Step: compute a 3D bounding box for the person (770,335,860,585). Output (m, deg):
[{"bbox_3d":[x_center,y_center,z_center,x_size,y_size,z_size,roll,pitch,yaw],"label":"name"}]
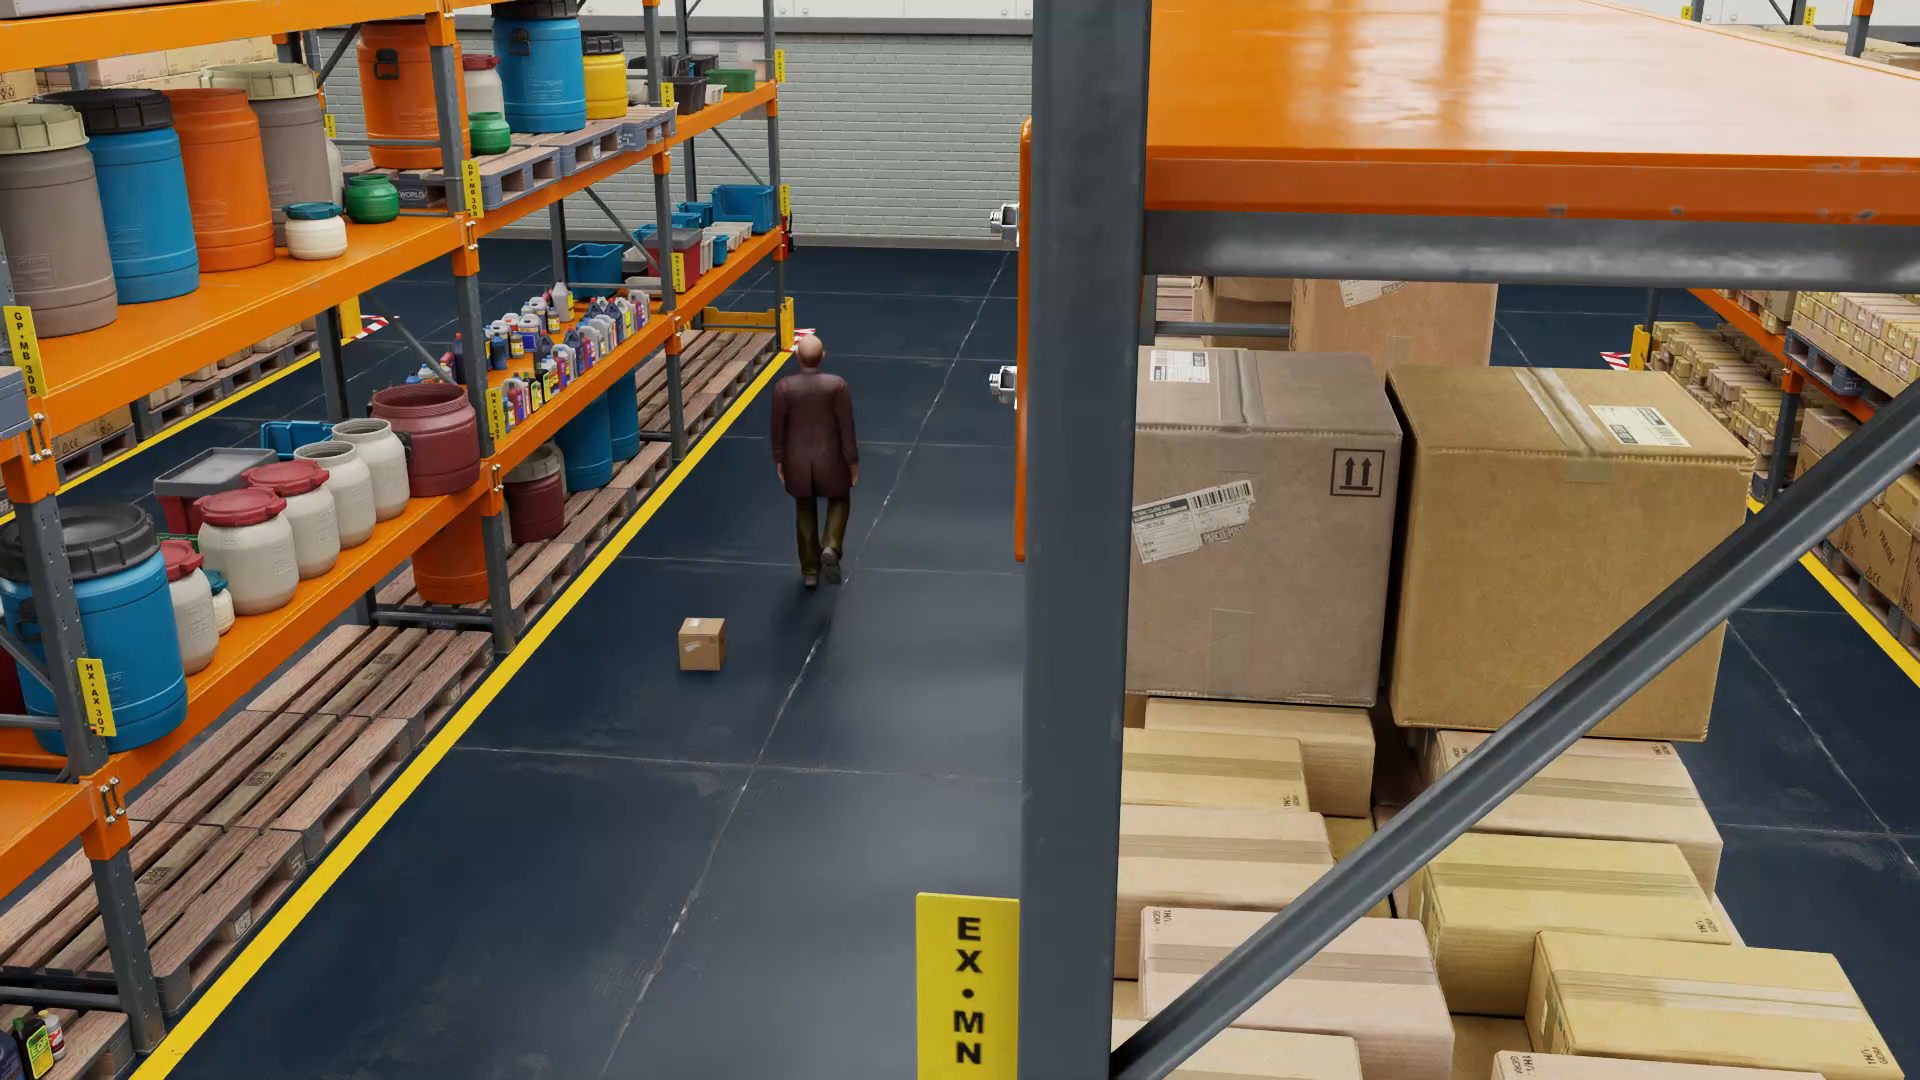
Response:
[{"bbox_3d":[-0.990,-0.543,11.436,0.608,1.769,0.559,0,21,-1],"label":"person"}]
